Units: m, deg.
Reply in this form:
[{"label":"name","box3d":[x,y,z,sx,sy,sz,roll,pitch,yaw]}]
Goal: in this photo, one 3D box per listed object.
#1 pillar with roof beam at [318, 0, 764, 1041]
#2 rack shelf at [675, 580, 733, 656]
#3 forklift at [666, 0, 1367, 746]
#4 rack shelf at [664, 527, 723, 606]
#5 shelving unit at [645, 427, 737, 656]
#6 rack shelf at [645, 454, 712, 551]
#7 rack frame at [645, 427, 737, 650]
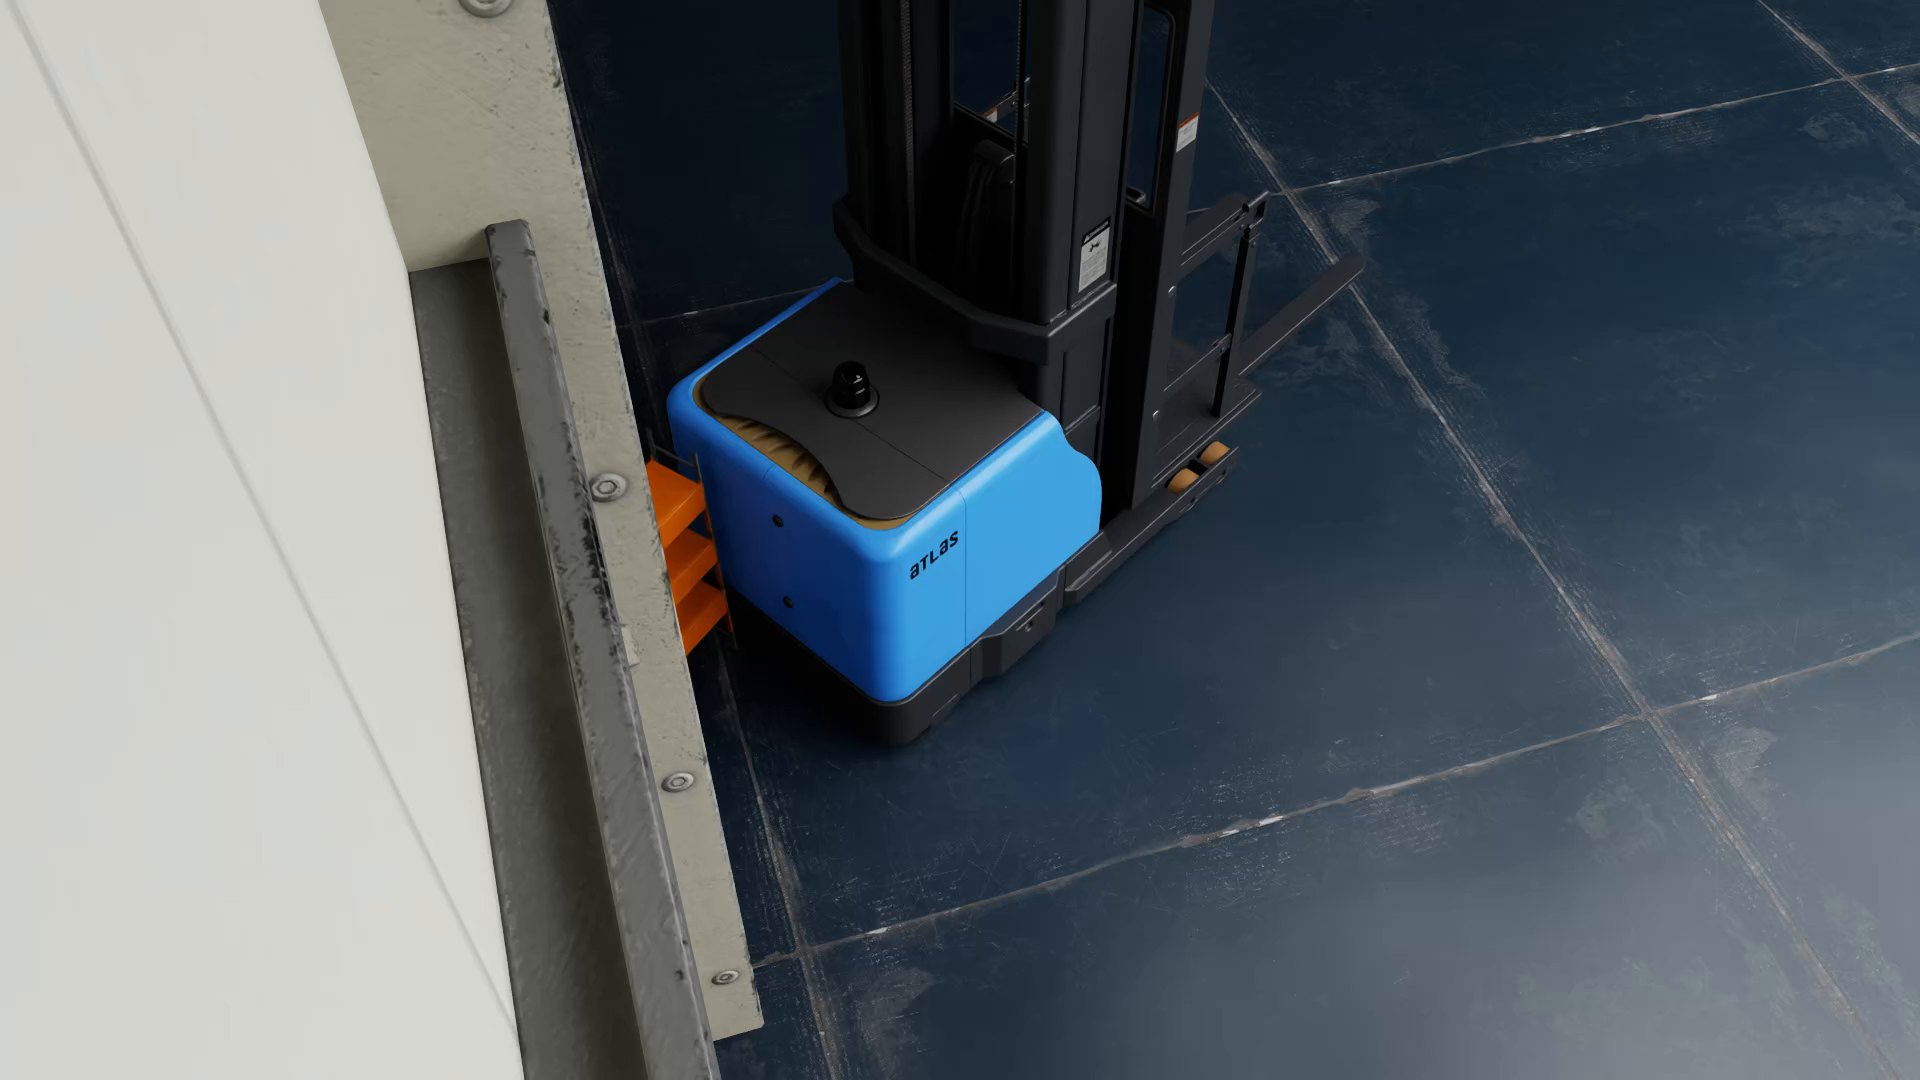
[{"label":"pillar with roof beam","box3d":[3.317,-2.519,2.487,9.100,9.000,0.400,-13,51,-11]},{"label":"rack shelf","box3d":[-0.948,0.279,5.699,0.215,0.259,0.240,27,57,21]},{"label":"forklift","box3d":[0.424,-1.293,5.423,1.130,2.935,3.031,35,58,26]},{"label":"rack shelf","box3d":[-0.951,0.107,5.480,0.215,0.259,0.240,27,57,21]},{"label":"shelving unit","box3d":[-0.952,0.101,5.472,0.215,1.050,0.252,27,57,21]},{"label":"rack shelf","box3d":[-0.955,-0.069,5.258,0.215,0.259,0.240,27,57,21]},{"label":"rack frame","box3d":[-0.884,0.020,5.534,0.200,1.050,0.008,27,57,21]}]
